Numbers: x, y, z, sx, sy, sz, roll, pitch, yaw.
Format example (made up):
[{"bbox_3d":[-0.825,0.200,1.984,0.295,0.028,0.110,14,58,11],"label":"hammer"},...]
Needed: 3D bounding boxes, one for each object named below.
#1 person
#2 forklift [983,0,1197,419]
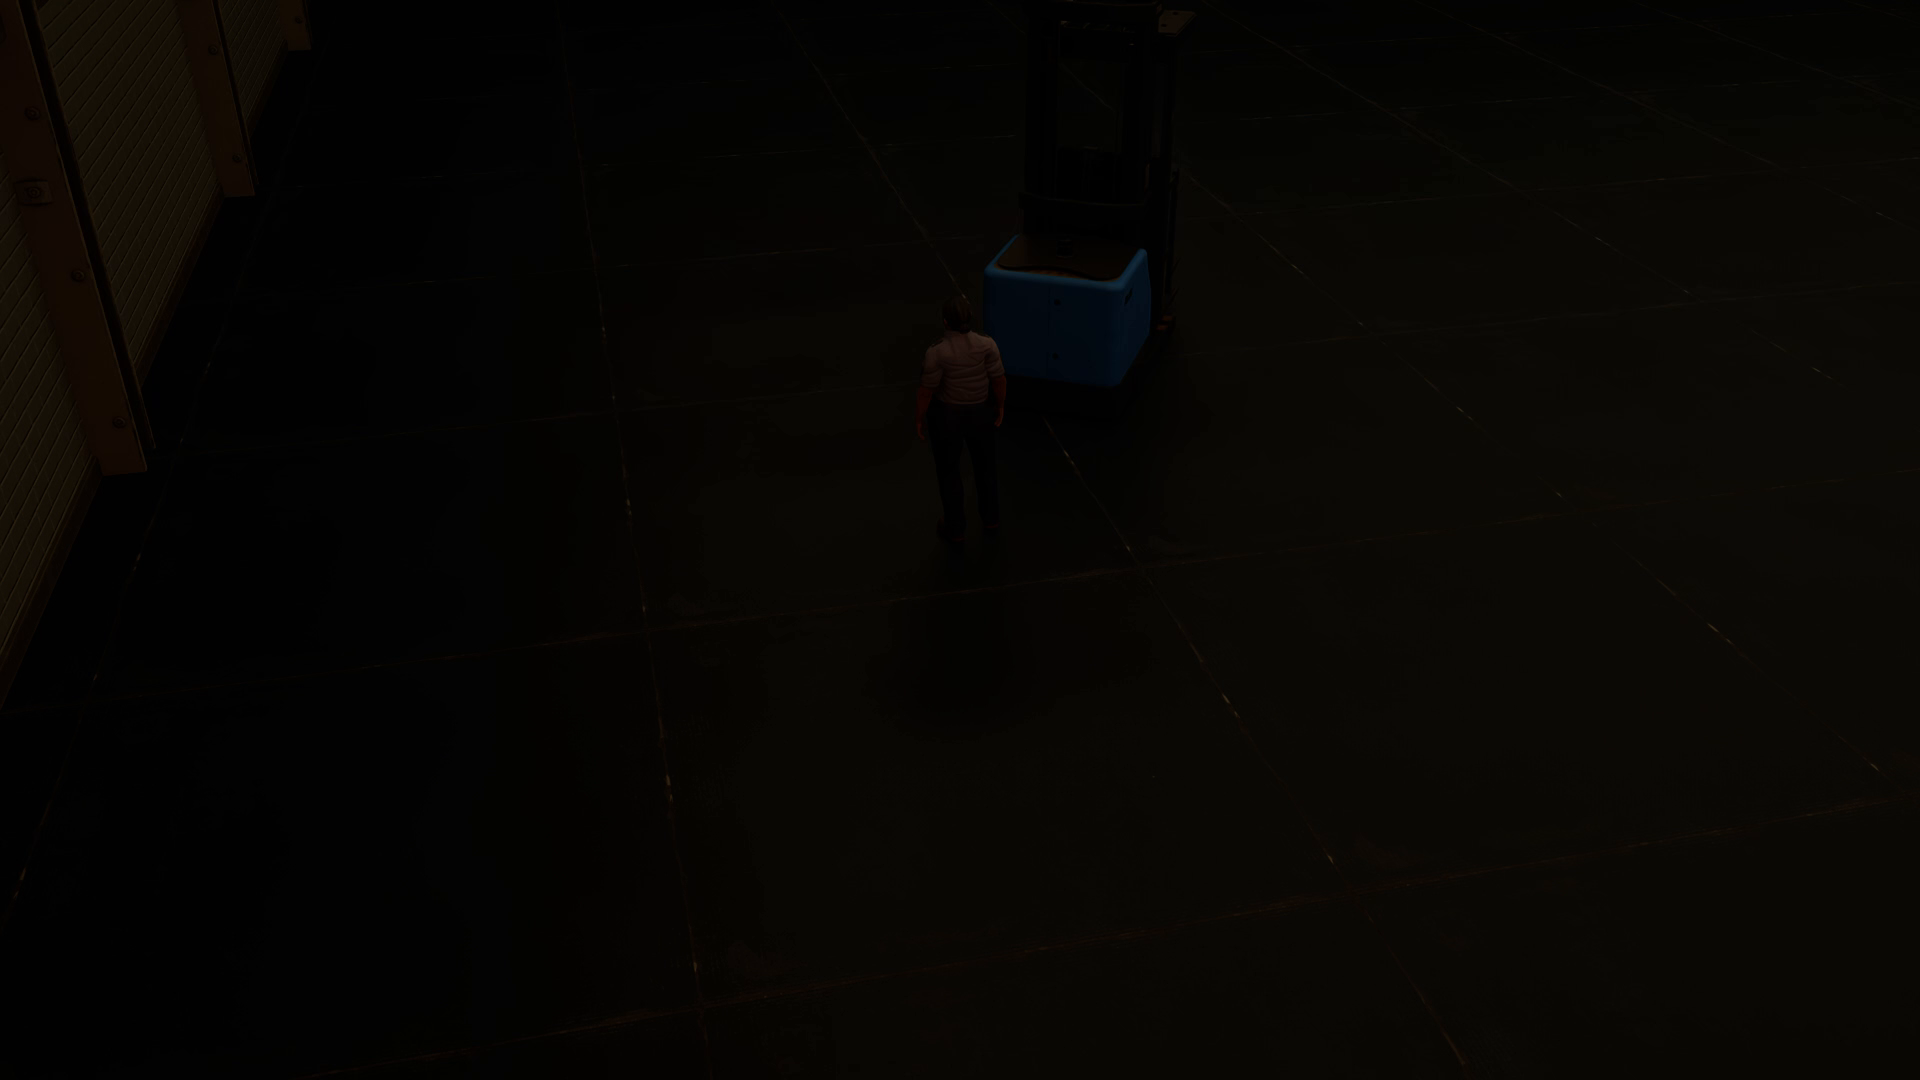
[{"bbox_3d":[0.001,-0.765,10.164,0.598,1.651,0.502,-7,31,-12],"label":"person"},{"bbox_3d":[1.093,-2.859,12.514,1.130,2.935,3.031,9,31,16],"label":"forklift"}]
